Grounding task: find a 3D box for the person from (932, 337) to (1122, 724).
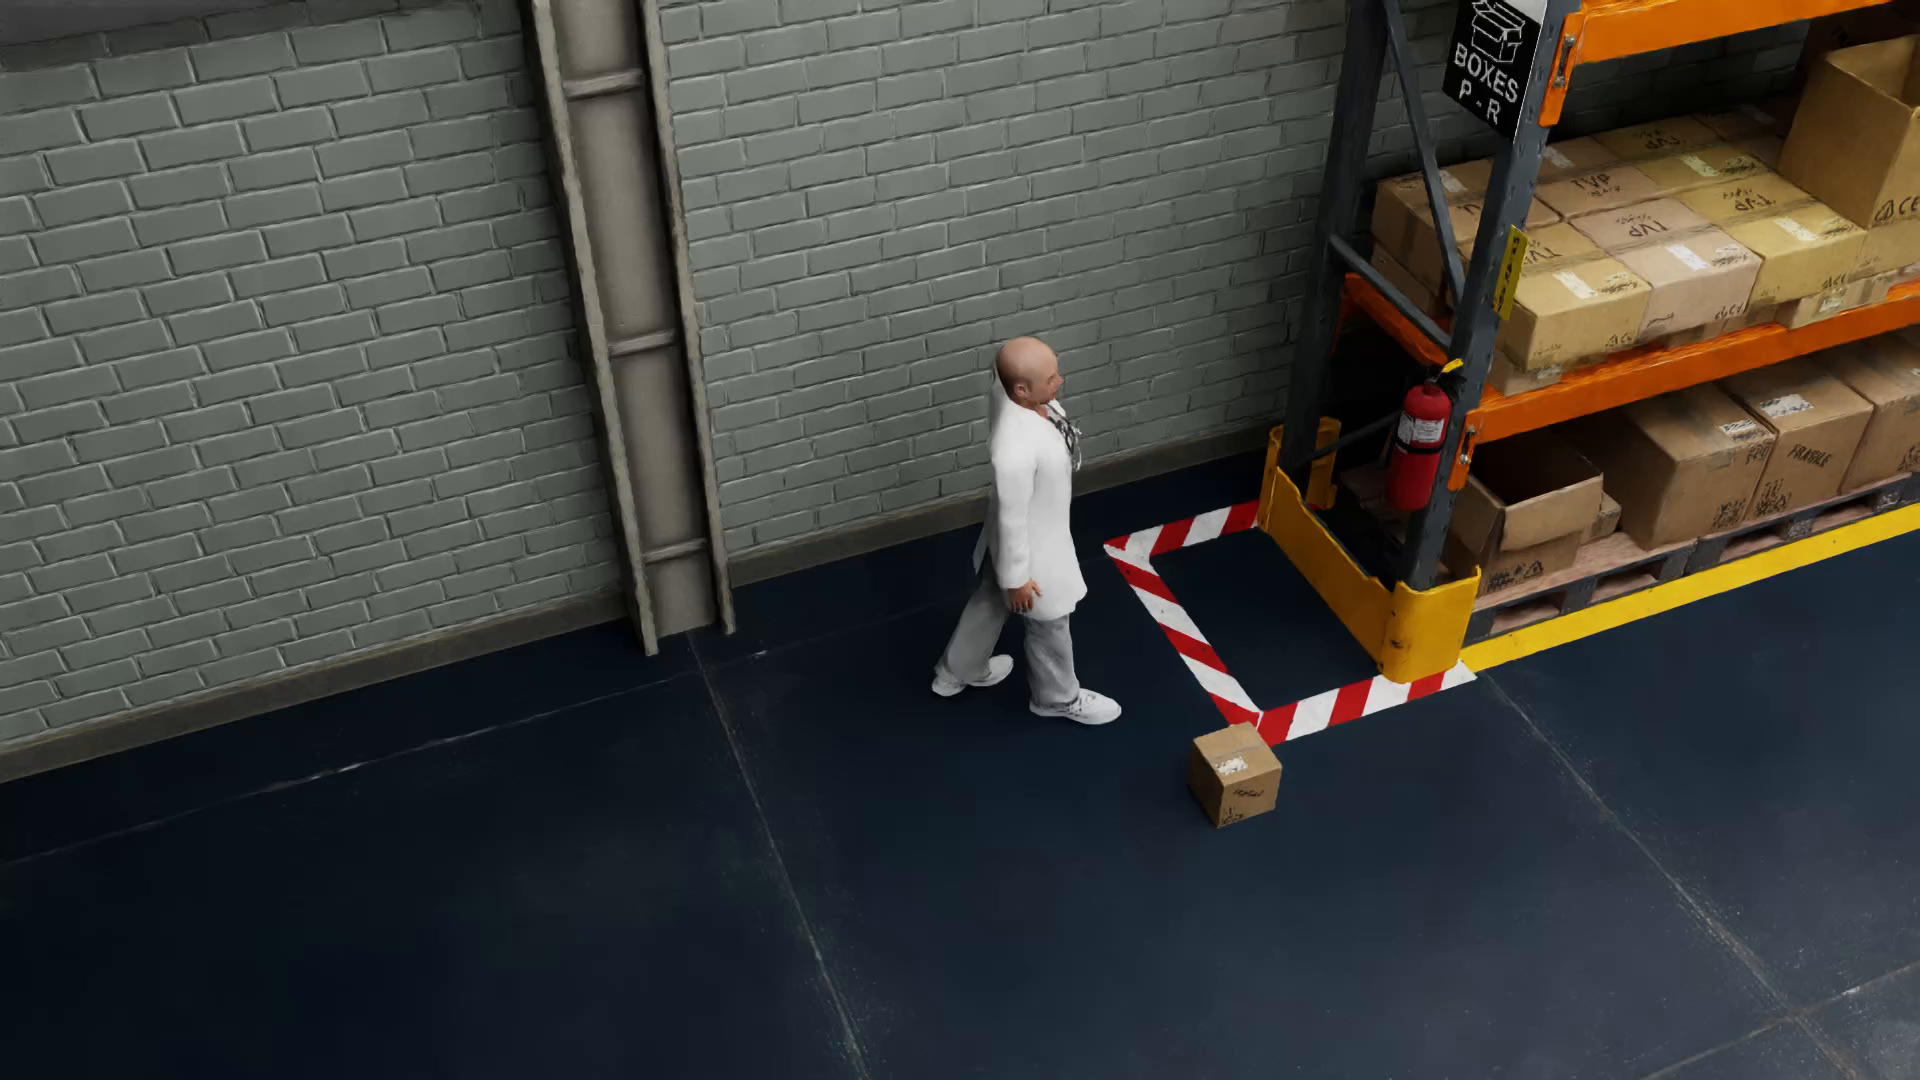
[{"bbox_3d":[0.261,-0.022,6.183,0.751,1.775,0.605,-3,41,-3],"label":"person"}]
